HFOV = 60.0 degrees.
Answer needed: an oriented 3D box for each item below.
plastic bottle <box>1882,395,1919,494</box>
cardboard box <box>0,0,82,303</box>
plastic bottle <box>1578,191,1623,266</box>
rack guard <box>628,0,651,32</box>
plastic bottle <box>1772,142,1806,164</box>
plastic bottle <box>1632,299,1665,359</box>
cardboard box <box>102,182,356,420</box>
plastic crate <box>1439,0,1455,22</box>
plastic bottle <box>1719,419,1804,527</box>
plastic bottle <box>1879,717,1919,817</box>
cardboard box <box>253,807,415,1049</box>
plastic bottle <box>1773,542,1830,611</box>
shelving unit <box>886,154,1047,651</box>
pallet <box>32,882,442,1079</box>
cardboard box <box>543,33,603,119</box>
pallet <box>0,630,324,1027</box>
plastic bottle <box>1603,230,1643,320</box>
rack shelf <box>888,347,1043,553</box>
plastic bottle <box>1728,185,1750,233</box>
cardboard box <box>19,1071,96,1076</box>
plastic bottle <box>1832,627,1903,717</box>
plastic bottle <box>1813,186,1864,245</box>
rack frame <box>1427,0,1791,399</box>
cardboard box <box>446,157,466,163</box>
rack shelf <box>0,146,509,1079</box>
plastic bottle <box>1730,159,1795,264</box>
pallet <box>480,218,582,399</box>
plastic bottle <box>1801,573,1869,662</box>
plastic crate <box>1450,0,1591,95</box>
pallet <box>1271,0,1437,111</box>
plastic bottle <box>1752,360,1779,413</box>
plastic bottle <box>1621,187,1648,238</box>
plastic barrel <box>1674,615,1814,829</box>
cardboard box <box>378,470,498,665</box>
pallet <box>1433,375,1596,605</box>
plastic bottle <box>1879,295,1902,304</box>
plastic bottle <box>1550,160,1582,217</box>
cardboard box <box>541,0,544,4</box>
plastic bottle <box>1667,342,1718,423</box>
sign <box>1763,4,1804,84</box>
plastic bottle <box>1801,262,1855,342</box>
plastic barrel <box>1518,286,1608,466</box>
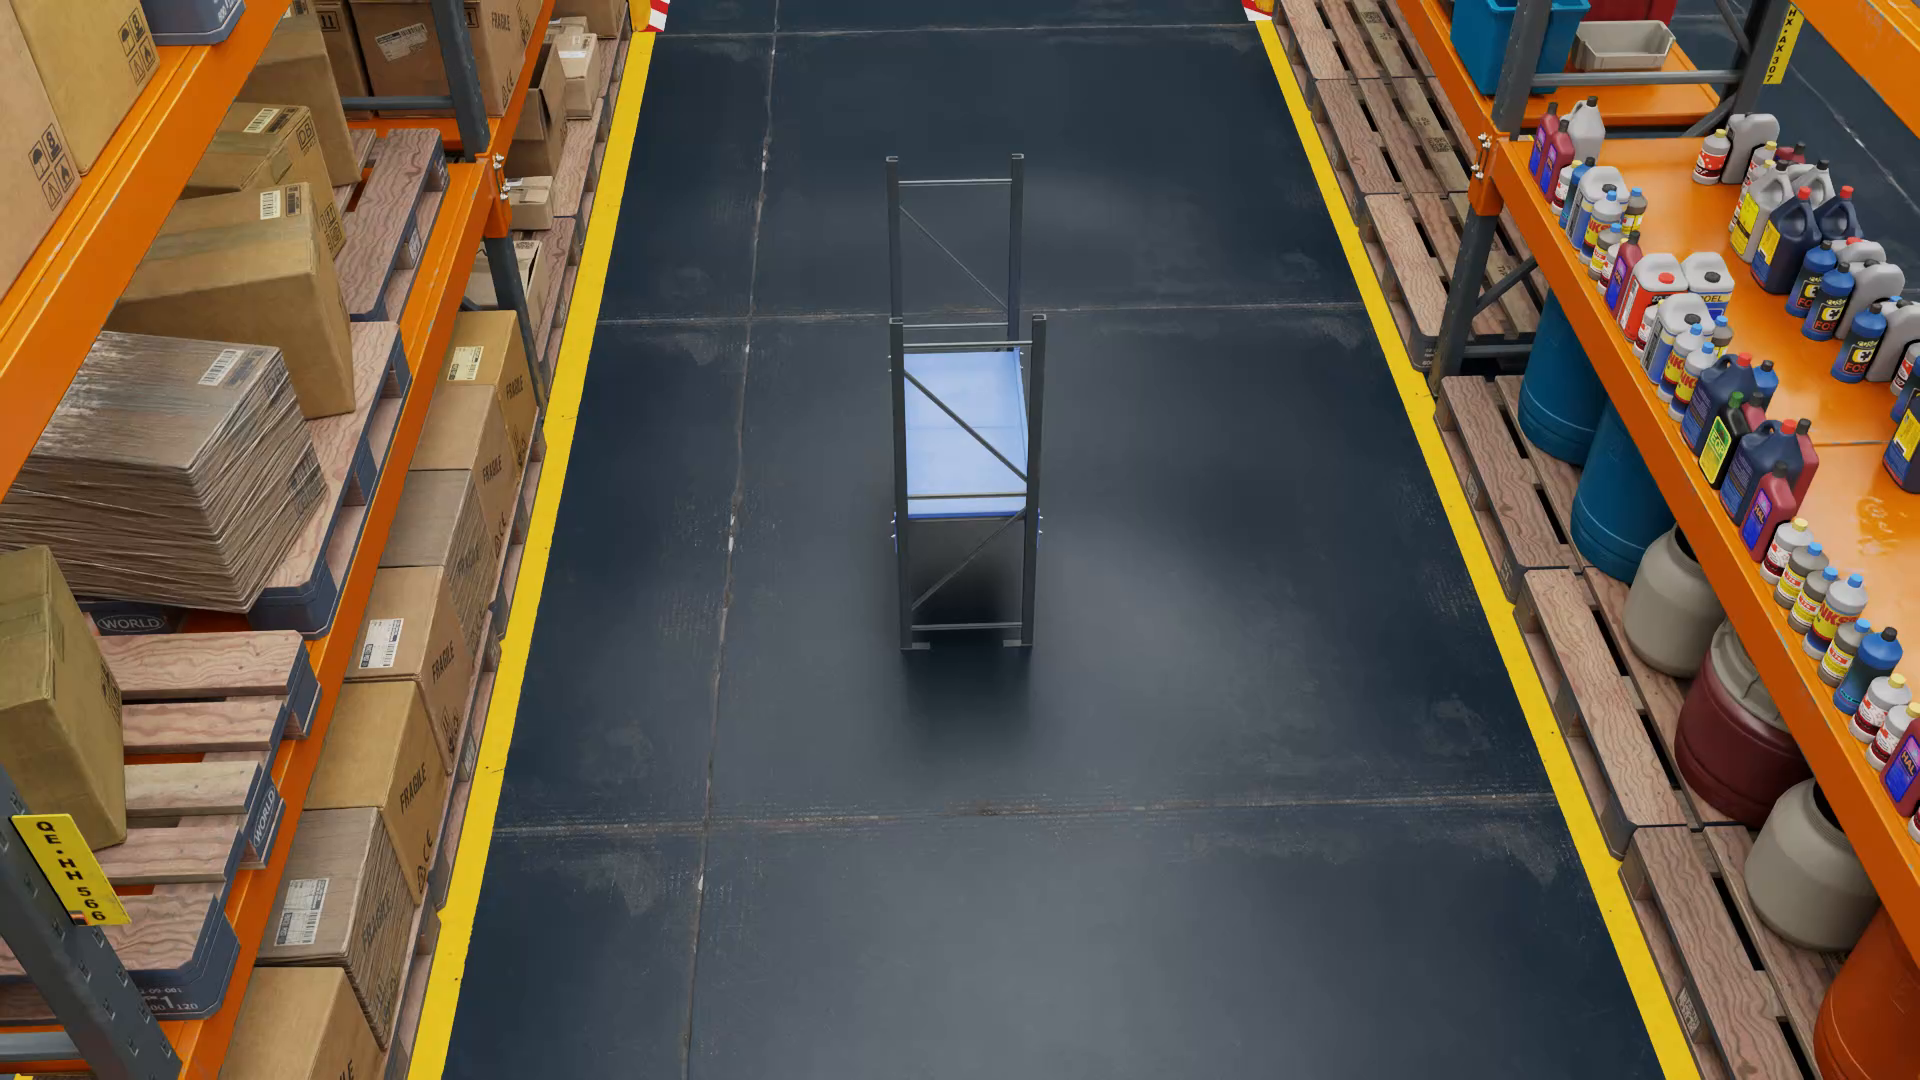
[{"bbox_3d":[2.883,-0.325,4.921,0.144,0.351,0.185,-2,43,-2],"label":"plastic bottle"},{"bbox_3d":[-2.236,-0.733,3.036,0.910,0.500,0.500,-2,43,-2],"label":"cardboard box"},{"bbox_3d":[2.249,-1.096,5.821,0.097,0.271,0.097,0,43,0],"label":"plastic bottle"},{"bbox_3d":[-2.499,-3.381,10.069,1.175,0.500,0.348,-2,43,-2],"label":"rack guard"},{"bbox_3d":[3.012,-1.338,6.077,0.061,0.283,0.133,-2,43,-2],"label":"plastic bottle"},{"bbox_3d":[2.273,-0.692,5.432,0.097,0.201,0.097,0,43,0],"label":"plastic bottle"},{"bbox_3d":[-2.196,-0.654,4.859,0.700,0.500,0.500,-12,44,-13],"label":"cardboard box"},{"bbox_3d":[2.301,-2.462,7.375,0.437,0.125,0.590,-2,43,-2],"label":"plastic crate"},{"bbox_3d":[2.329,-0.216,4.802,0.144,0.351,0.185,-2,43,-2],"label":"plastic bottle"},{"bbox_3d":[2.333,0.534,4.034,0.061,0.283,0.133,-2,43,-2],"label":"plastic bottle"},{"bbox_3d":[-1.924,1.138,4.813,0.500,0.500,0.500,-3,43,-3],"label":"cardboard box"},{"bbox_3d":[2.322,0.091,4.578,0.097,0.201,0.097,0,43,0],"label":"plastic bottle"},{"bbox_3d":[0.004,-0.495,6.180,0.538,1.500,1.048,-2,43,-2],"label":"shelving unit"},{"bbox_3d":[-2.156,1.570,4.881,1.003,0.211,1.213,-2,43,-2],"label":"pallet"},{"bbox_3d":[-2.223,-2.500,8.967,0.500,0.250,0.500,-2,43,-2],"label":"cardboard box"},{"bbox_3d":[-2.261,0.662,3.950,1.213,0.211,1.003,-2,43,-2],"label":"pallet"},{"bbox_3d":[2.244,-0.891,5.588,0.061,0.283,0.133,-2,43,-2],"label":"plastic bottle"},{"bbox_3d":[0.004,-0.363,6.302,0.538,0.185,1.000,-2,43,-2],"label":"rack shelf"},{"bbox_3d":[2.848,-1.200,5.986,0.097,0.201,0.097,0,43,0],"label":"plastic bottle"},{"bbox_3d":[-2.437,1.182,4.765,0.500,0.500,0.500,0,43,0],"label":"cardboard box"},{"bbox_3d":[2.338,0.328,4.267,0.097,0.271,0.097,0,43,0],"label":"plastic bottle"},{"bbox_3d":[2.990,-1.039,5.700,0.144,0.351,0.185,-2,43,-2],"label":"plastic bottle"},{"bbox_3d":[2.617,-1.793,6.486,1.000,3.000,0.127,-2,43,-2],"label":"rack frame"},{"bbox_3d":[-2.672,-1.707,8.057,0.500,0.311,0.500,-2,43,-2],"label":"cardboard box"},{"bbox_3d":[-2.247,-0.038,5.104,1.077,0.370,4.000,-2,43,-2],"label":"rack shelf"},{"bbox_3d":[2.839,-1.160,5.832,0.144,0.351,0.185,-2,43,-2],"label":"plastic bottle"},{"bbox_3d":[-2.361,-1.089,7.782,1.003,0.211,1.213,-2,43,-2],"label":"pallet"},{"bbox_3d":[2.330,0.197,4.411,0.097,0.271,0.097,0,43,0],"label":"plastic bottle"},{"bbox_3d":[2.256,-2.115,6.804,0.392,0.384,0.575,-2,43,-2],"label":"plastic crate"},{"bbox_3d":[2.443,-2.908,9.766,1.003,0.211,1.213,-2,43,-2],"label":"pallet"},{"bbox_3d":[2.435,-0.434,5.099,0.097,0.271,0.097,0,43,0],"label":"plastic bottle"},{"bbox_3d":[2.395,-1.165,5.949,0.097,0.201,0.097,0,43,0],"label":"plastic bottle"},{"bbox_3d":[2.701,0.549,5.405,0.600,0.588,0.708,-2,43,-2],"label":"plastic barrel"},{"bbox_3d":[-1.992,0.103,5.942,0.500,0.500,0.500,-1,43,-1],"label":"cardboard box"},{"bbox_3d":[2.608,-0.243,6.859,1.003,0.211,1.213,-2,43,-2],"label":"pallet"},{"bbox_3d":[3.031,-0.708,5.449,0.097,0.201,0.097,0,43,0],"label":"plastic bottle"},{"bbox_3d":[2.235,-1.293,6.087,0.097,0.201,0.097,0,43,0],"label":"plastic bottle"},{"bbox_3d":[-2.126,-2.726,7.430,0.500,0.500,0.500,-2,43,-2],"label":"cardboard box"},{"bbox_3d":[2.287,-0.496,5.166,0.097,0.271,0.097,0,43,0],"label":"plastic bottle"},{"bbox_3d":[3.166,-1.910,6.409,0.100,0.325,0.005,-2,43,-2],"label":"sign"},{"bbox_3d":[2.875,-0.795,5.492,0.097,0.271,0.097,0,43,0],"label":"plastic bottle"},{"bbox_3d":[2.623,-0.807,6.652,0.600,0.901,0.708,-2,43,-2],"label":"plastic barrel"}]
